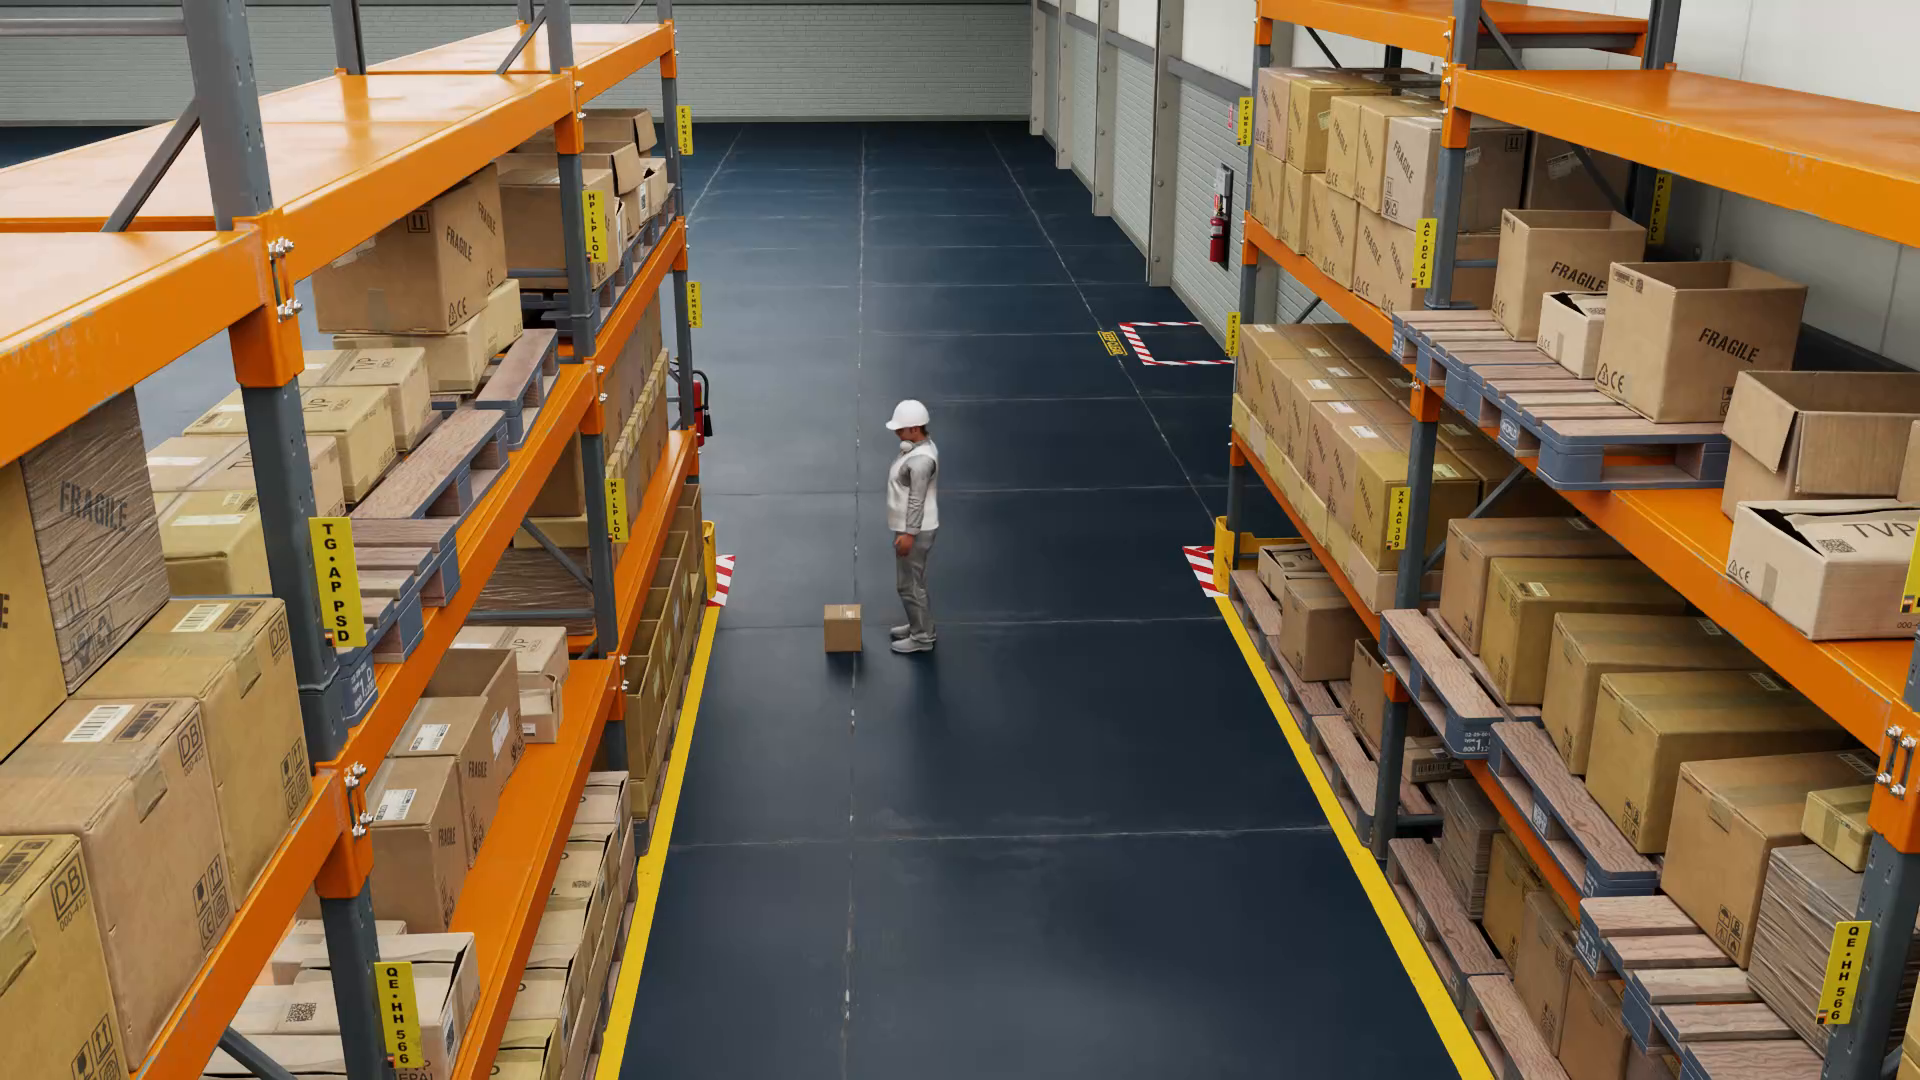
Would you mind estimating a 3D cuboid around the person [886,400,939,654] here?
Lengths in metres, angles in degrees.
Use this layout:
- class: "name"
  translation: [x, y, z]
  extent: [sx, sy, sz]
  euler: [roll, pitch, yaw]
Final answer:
- class: "person"
  translation: [-0.318, -0.096, 11.316]
  extent: [0.357, 1.764, 0.533]
  euler: [-1, 20, -2]
